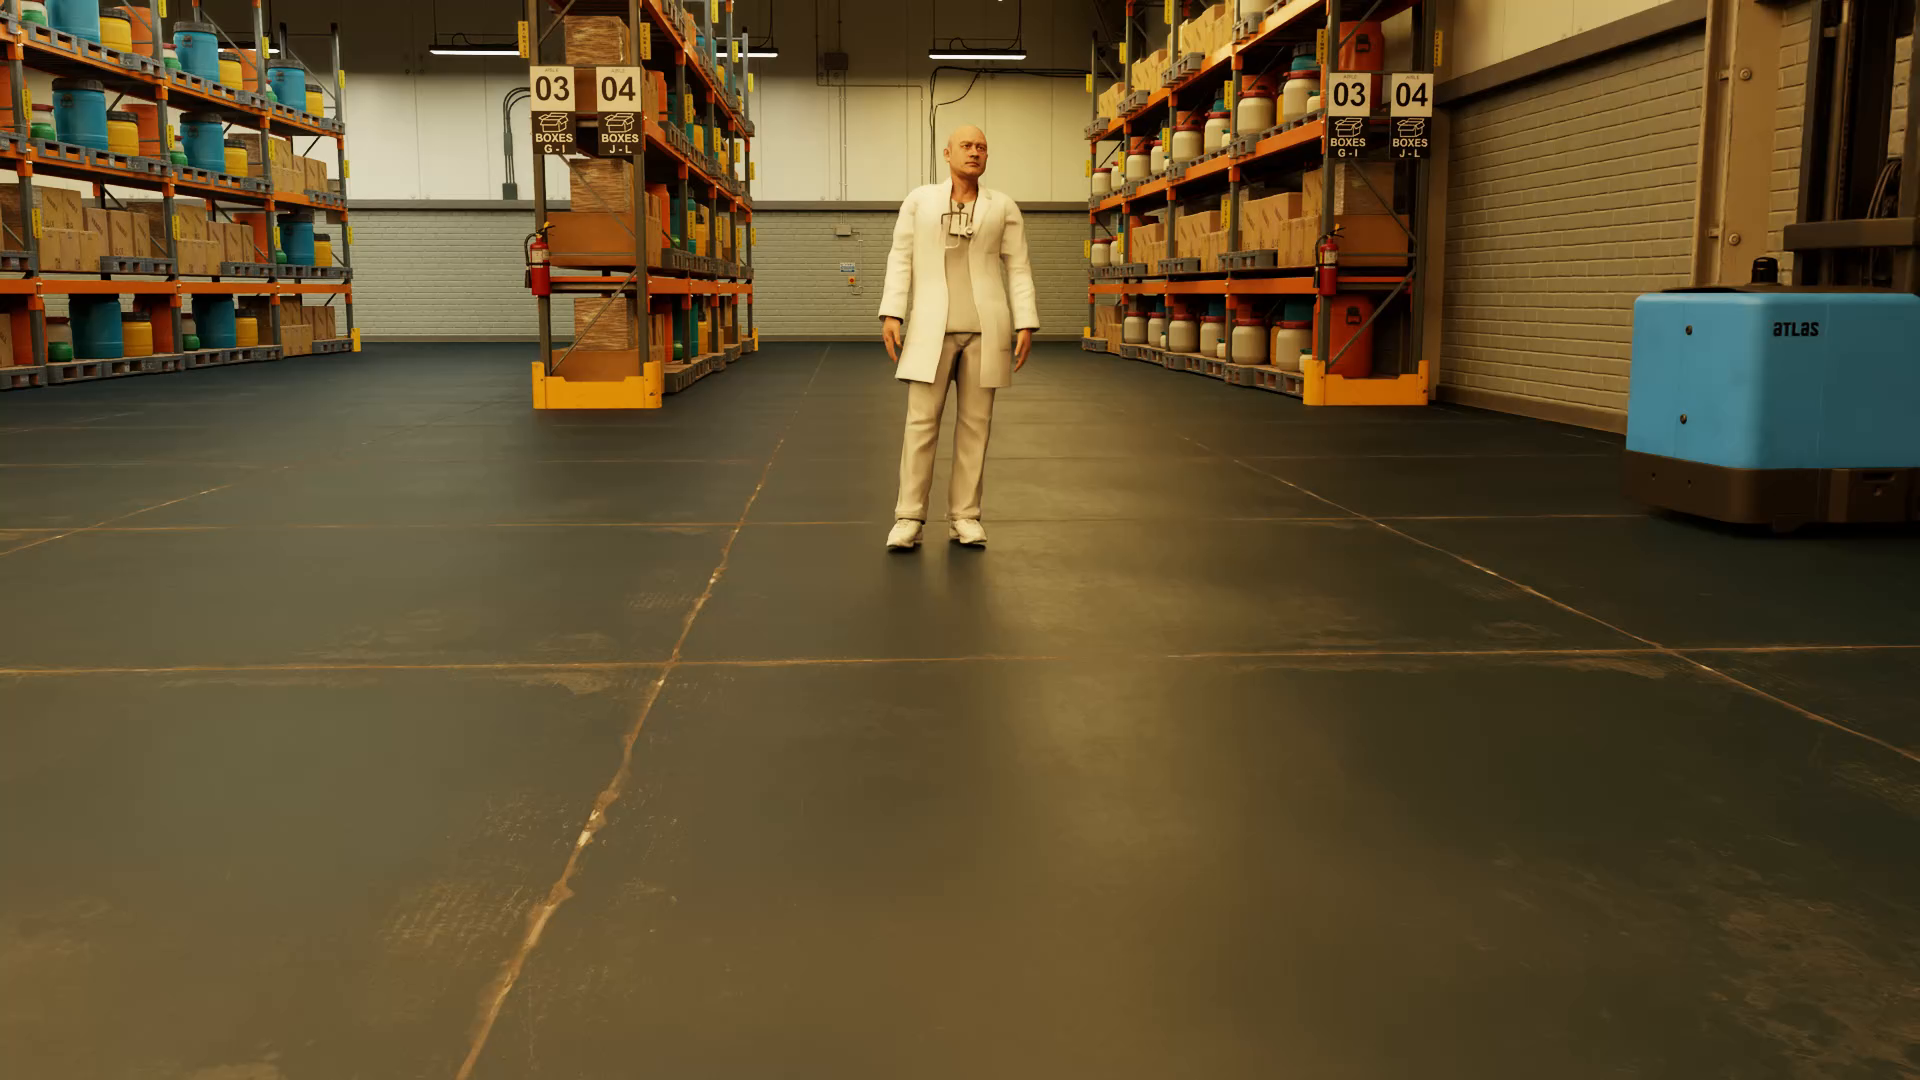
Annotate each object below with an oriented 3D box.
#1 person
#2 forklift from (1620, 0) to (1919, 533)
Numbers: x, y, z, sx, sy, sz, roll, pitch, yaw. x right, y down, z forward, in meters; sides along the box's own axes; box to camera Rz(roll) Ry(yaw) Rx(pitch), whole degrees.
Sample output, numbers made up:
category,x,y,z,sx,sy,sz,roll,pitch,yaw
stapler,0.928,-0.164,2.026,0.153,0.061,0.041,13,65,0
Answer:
category,x,y,z,sx,sy,sz,roll,pitch,yaw
person,0.002,-0.873,7.088,0.698,1.777,0.578,-1,8,-4
forklift,4.822,-1.552,7.780,3.031,2.935,1.130,-1,9,-8
